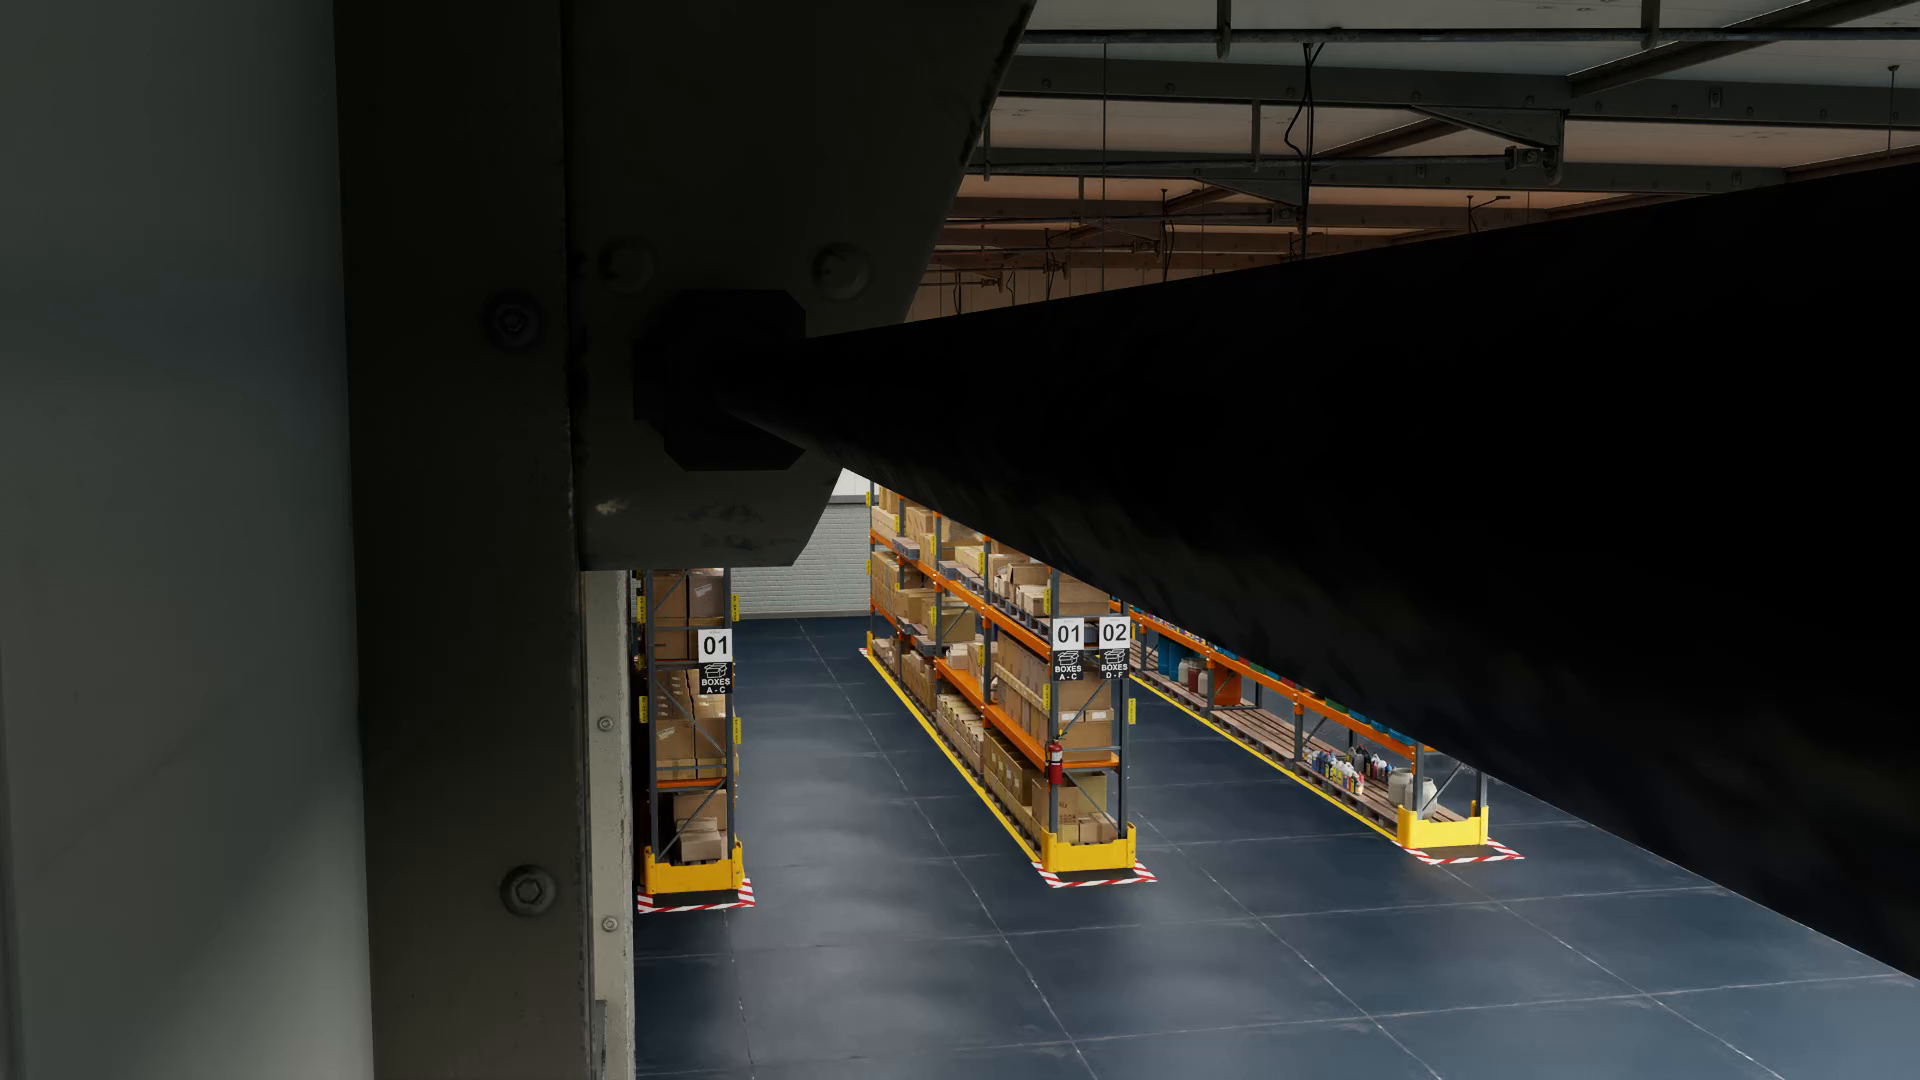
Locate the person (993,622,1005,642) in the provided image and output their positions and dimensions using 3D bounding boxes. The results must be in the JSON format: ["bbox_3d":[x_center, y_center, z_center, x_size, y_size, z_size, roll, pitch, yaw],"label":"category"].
[{"bbox_3d":[0.779,1.842,35.347,0.602,1.637,0.621,-2,6,-17],"label":"person"}]
